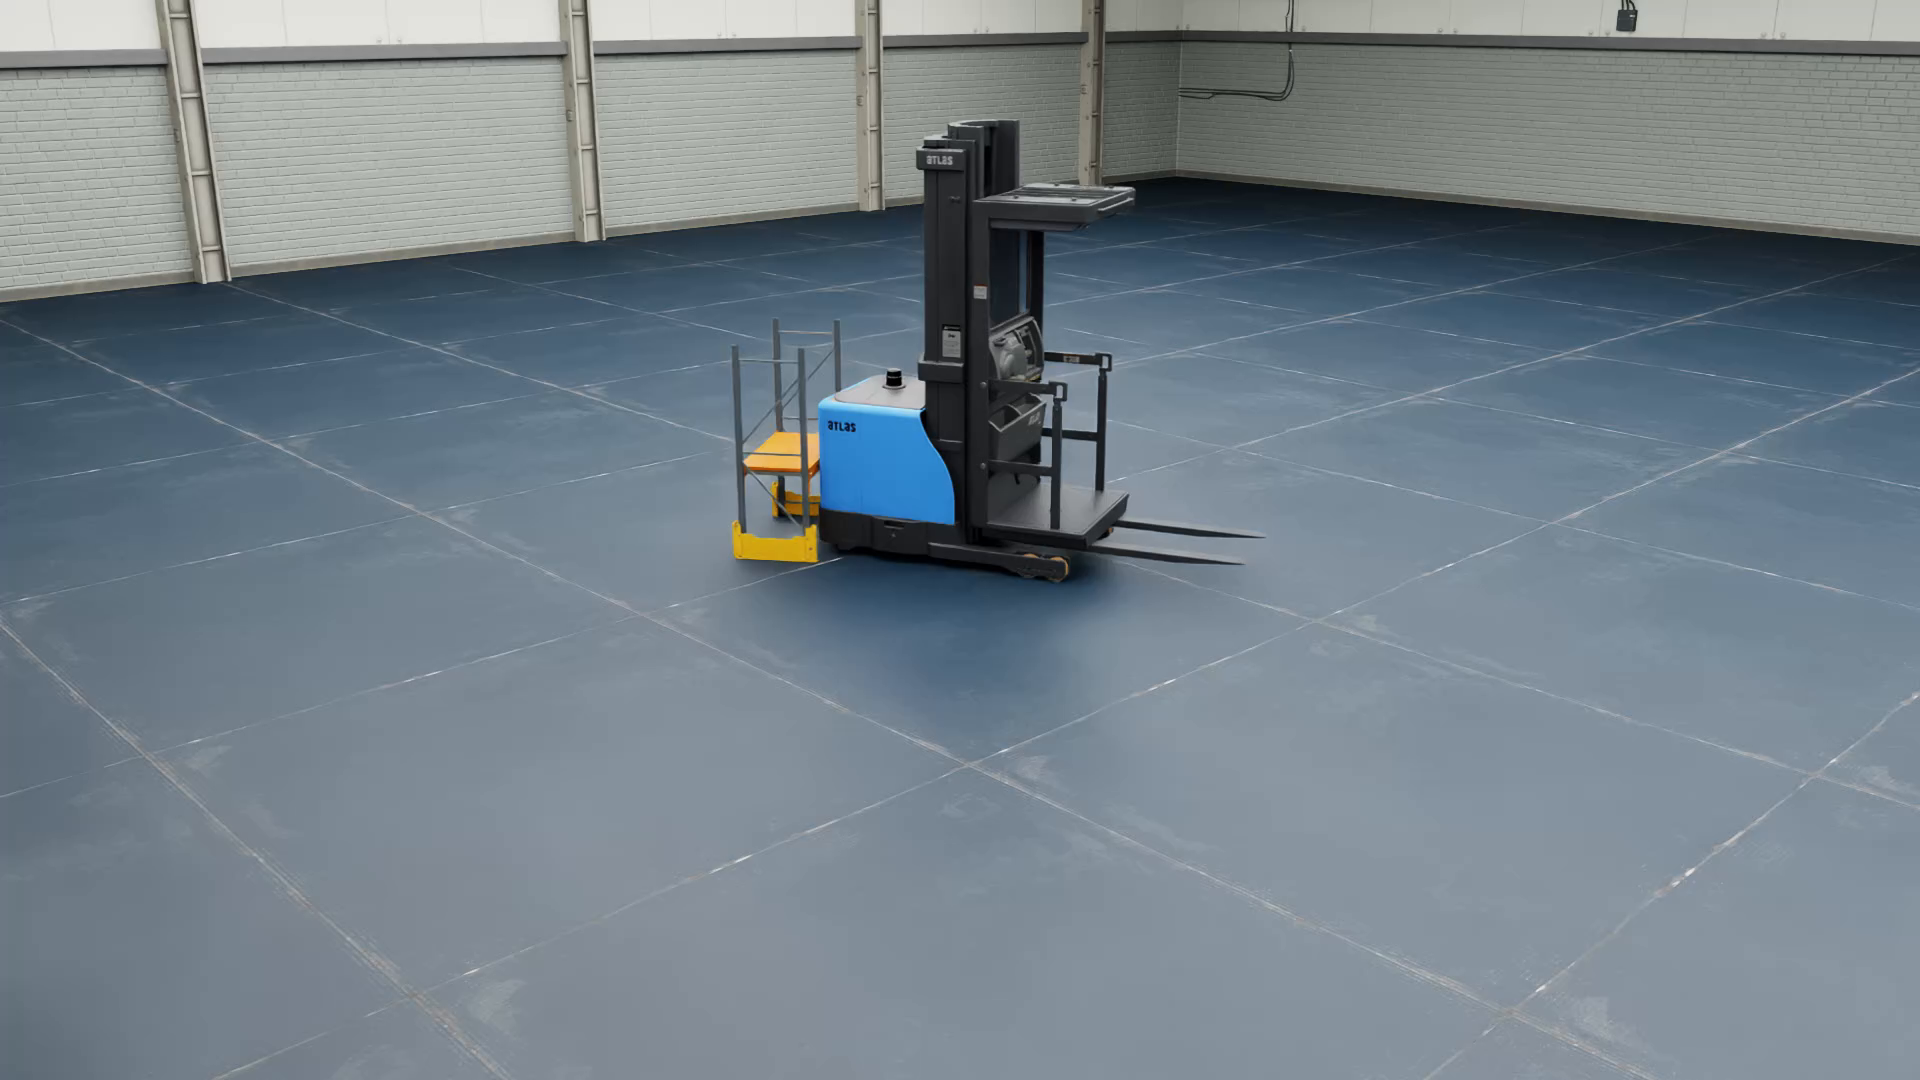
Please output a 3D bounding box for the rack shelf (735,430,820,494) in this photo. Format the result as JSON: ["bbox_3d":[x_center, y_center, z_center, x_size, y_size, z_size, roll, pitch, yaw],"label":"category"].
[{"bbox_3d":[-1.200,-0.566,11.882,0.538,0.185,1.000,3,18,9],"label":"rack shelf"}]

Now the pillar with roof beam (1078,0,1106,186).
[{"bbox_3d":[5.676,-10.724,30.471,0.400,9.000,9.100,-16,24,-41],"label":"pillar with roof beam"}]

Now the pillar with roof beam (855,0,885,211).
[{"bbox_3d":[1.316,-9.453,26.550,0.400,9.000,9.100,-16,24,-41],"label":"pillar with roof beam"}]

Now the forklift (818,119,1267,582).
[{"bbox_3d":[0.572,-1.297,11.232,3.031,2.935,1.130,7,19,21],"label":"forklift"}]

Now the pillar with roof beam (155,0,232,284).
[{"bbox_3d":[-7.403,-6.910,18.707,0.400,9.000,9.100,-16,24,-41],"label":"pillar with roof beam"}]

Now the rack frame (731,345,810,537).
[{"bbox_3d":[-1.284,-0.583,11.350,0.500,1.500,0.032,3,18,9],"label":"rack frame"}]

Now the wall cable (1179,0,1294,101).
[{"bbox_3d":[5.767,-10.540,34.937,0.112,2.526,3.097,-16,24,-41],"label":"wall cable"}]

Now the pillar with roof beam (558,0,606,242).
[{"bbox_3d":[-3.043,-8.182,22.629,0.400,9.000,9.100,-16,24,-41],"label":"pillar with roof beam"}]

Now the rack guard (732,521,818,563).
[{"bbox_3d":[-1.284,0.011,11.544,0.587,0.250,0.087,3,18,9],"label":"rack guard"}]

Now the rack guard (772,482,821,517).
[{"bbox_3d":[-1.119,-0.291,12.478,0.587,0.250,0.087,3,18,9],"label":"rack guard"}]

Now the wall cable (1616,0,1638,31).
[{"bbox_3d":[12.278,-11.504,27.362,0.169,6.003,2.305,-16,24,-41],"label":"wall cable"}]

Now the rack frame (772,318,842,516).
[{"bbox_3d":[-1.116,-0.892,12.304,0.500,1.500,0.032,3,18,9],"label":"rack frame"}]

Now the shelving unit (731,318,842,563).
[{"bbox_3d":[-1.202,-0.735,11.818,0.587,1.500,1.083,3,18,9],"label":"shelving unit"}]
